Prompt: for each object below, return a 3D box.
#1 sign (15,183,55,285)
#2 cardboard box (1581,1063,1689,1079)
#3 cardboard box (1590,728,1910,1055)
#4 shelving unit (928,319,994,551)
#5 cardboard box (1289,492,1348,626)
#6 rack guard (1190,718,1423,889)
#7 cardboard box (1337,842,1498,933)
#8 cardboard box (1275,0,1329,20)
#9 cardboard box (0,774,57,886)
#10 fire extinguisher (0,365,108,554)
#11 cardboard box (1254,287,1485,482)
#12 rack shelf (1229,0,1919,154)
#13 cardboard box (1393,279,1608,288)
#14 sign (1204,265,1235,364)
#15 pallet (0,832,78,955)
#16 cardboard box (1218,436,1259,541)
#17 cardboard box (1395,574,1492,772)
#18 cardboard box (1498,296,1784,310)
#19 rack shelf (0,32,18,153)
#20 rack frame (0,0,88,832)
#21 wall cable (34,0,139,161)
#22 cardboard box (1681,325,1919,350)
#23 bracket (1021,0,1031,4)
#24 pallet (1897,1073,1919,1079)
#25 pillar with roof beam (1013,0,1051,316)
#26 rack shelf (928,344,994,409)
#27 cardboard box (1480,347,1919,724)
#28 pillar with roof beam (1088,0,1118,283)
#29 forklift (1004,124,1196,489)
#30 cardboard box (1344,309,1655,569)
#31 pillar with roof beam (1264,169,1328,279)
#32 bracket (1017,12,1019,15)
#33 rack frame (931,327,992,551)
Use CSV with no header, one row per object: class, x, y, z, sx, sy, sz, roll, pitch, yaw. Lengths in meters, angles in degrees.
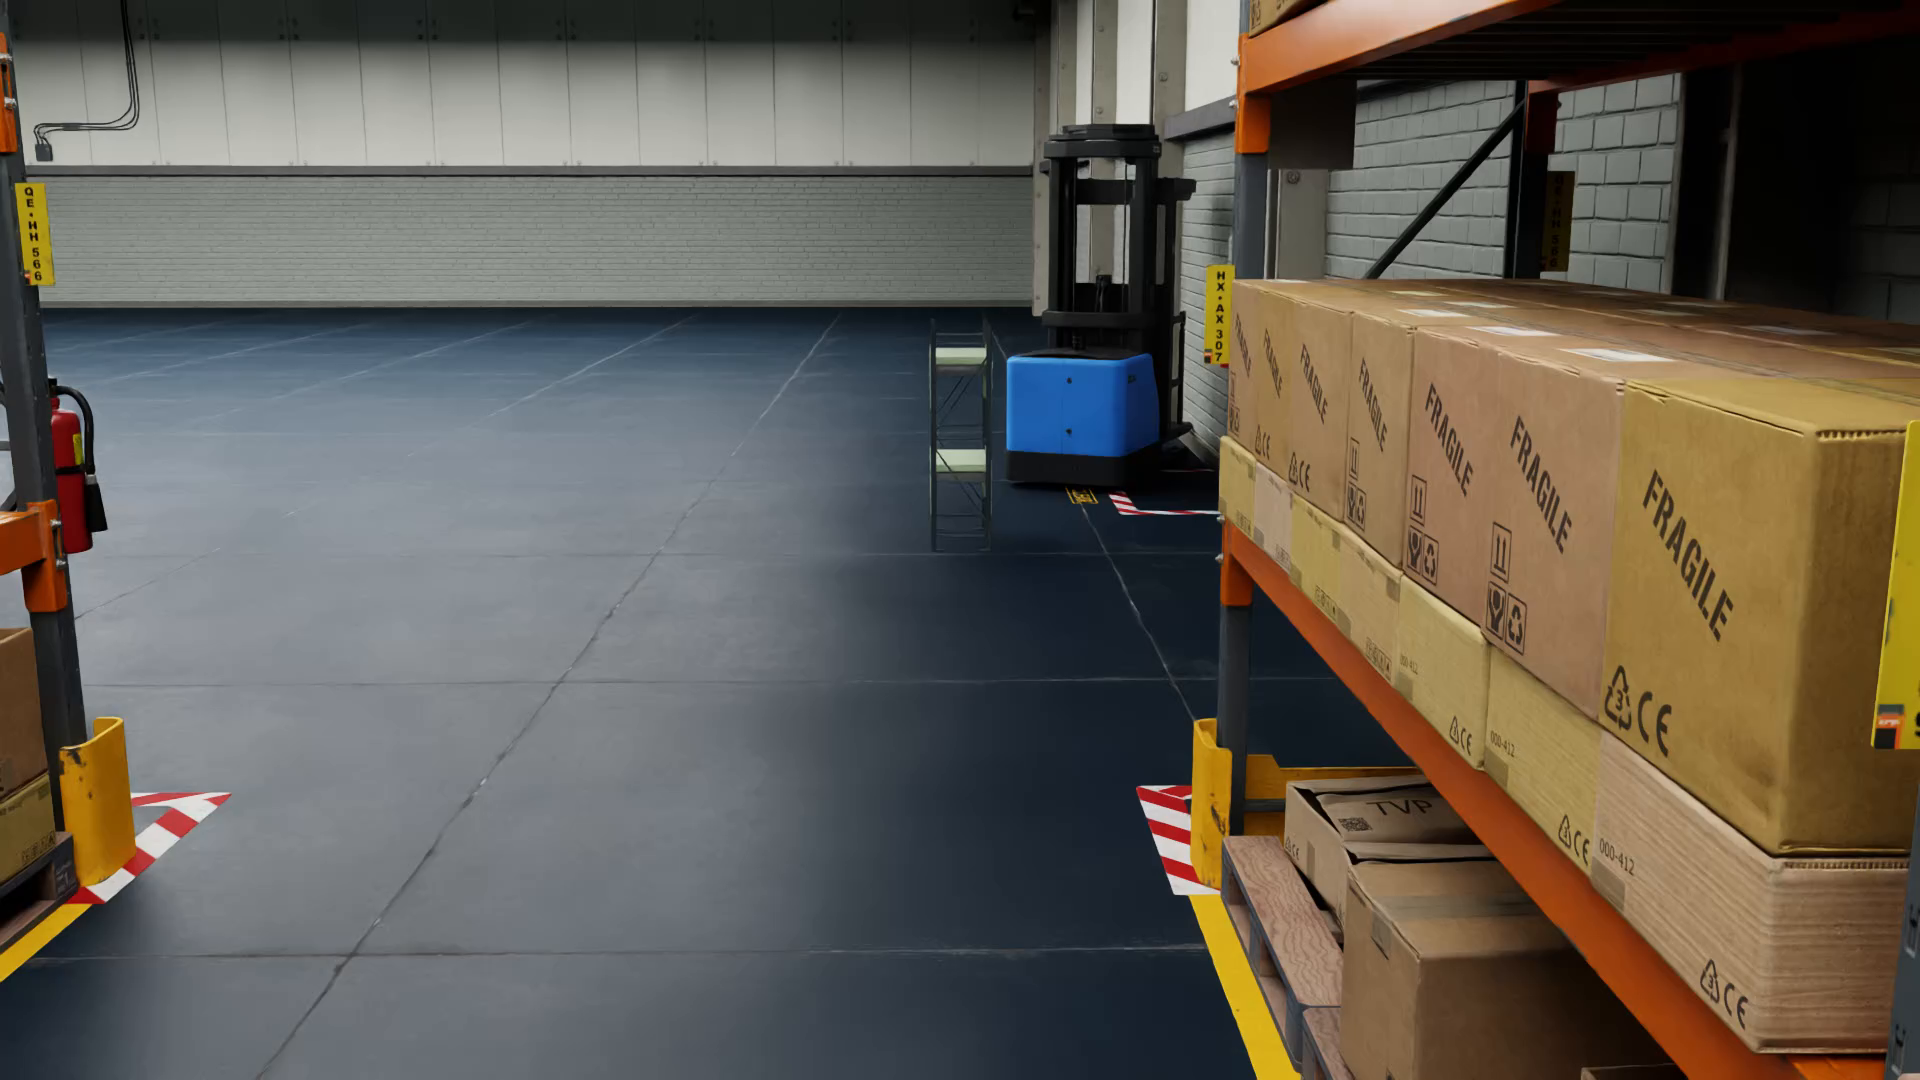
sign,-3.000,-0.990,5.389,0.100,0.325,0.005,0,11,-1
cardboard box,1.431,1.270,2.935,0.500,0.500,0.500,-1,12,-5
cardboard box,1.179,0.437,2.185,0.500,0.250,0.500,0,11,-1
shelving unit,0.000,-0.736,11.417,0.431,1.500,0.755,0,11,-1
cardboard box,1.132,0.038,4.154,0.500,0.250,0.500,0,11,-2
rack guard,1.411,0.912,5.808,1.175,0.500,0.348,0,11,-1
cardboard box,1.346,1.025,4.619,0.500,0.311,0.500,1,11,4
cardboard box,1.142,-1.683,4.464,0.500,0.500,0.500,1,11,3
cardboard box,-3.237,0.940,5.242,0.500,0.250,0.500,0,11,-1
fire extinguisher,-3.081,-0.295,5.663,0.296,0.674,0.183,0,11,-1
cardboard box,1.119,-0.438,4.614,0.500,0.500,0.500,0,11,-1
rack shelf,1.451,-1.048,3.447,1.077,0.370,4.000,0,11,-1
cardboard box,1.632,-0.539,5.115,0.500,0.500,0.500,0,11,-2
sign,0.867,-0.750,5.537,0.100,0.325,0.005,0,11,-1
pallet,-3.485,1.211,5.059,1.003,0.211,1.213,0,11,-1
cardboard box,1.102,-0.166,5.162,0.500,0.250,0.500,-1,11,-3
cardboard box,1.151,0.238,3.166,0.500,0.250,0.500,0,11,-1
cardboard box,1.647,-0.337,4.115,0.500,0.500,0.500,-1,11,-3
rack shelf,-3.502,-1.027,3.344,1.077,0.370,4.000,0,11,-1
rack frame,-3.543,-0.307,5.530,1.000,3.000,0.127,0,11,-1
wall cable,-19.071,-11.261,35.878,2.305,6.003,0.169,0,11,-1
cardboard box,1.680,-0.133,3.113,0.500,0.500,0.500,0,11,0
bracket,1.323,-10.777,32.992,0.235,0.232,0.430,0,11,-1
pallet,1.362,0.713,0.982,1.003,0.211,1.213,0,11,-1
pillar with roof beam,-2.635,-9.079,33.677,9.100,9.000,0.548,0,11,-1
rack shelf,0.000,-1.119,11.339,0.431,0.370,0.720,0,11,-1
cardboard box,1.157,-0.029,2.599,0.500,0.500,0.500,0,11,-1
pillar with roof beam,-2.387,-6.693,21.919,9.100,9.000,0.400,0,11,-1
forklift,1.401,-2.102,14.550,1.130,2.935,3.031,5,12,22
cardboard box,1.146,-0.233,3.602,0.500,0.500,0.500,0,11,1
pillar with roof beam,-2.139,-4.308,10.161,9.100,9.000,0.400,0,11,-1
bracket,1.269,-11.295,35.549,0.076,0.066,3.189,0,11,-1
rack frame,0.007,-0.664,11.058,0.400,1.500,0.023,0,11,-1
